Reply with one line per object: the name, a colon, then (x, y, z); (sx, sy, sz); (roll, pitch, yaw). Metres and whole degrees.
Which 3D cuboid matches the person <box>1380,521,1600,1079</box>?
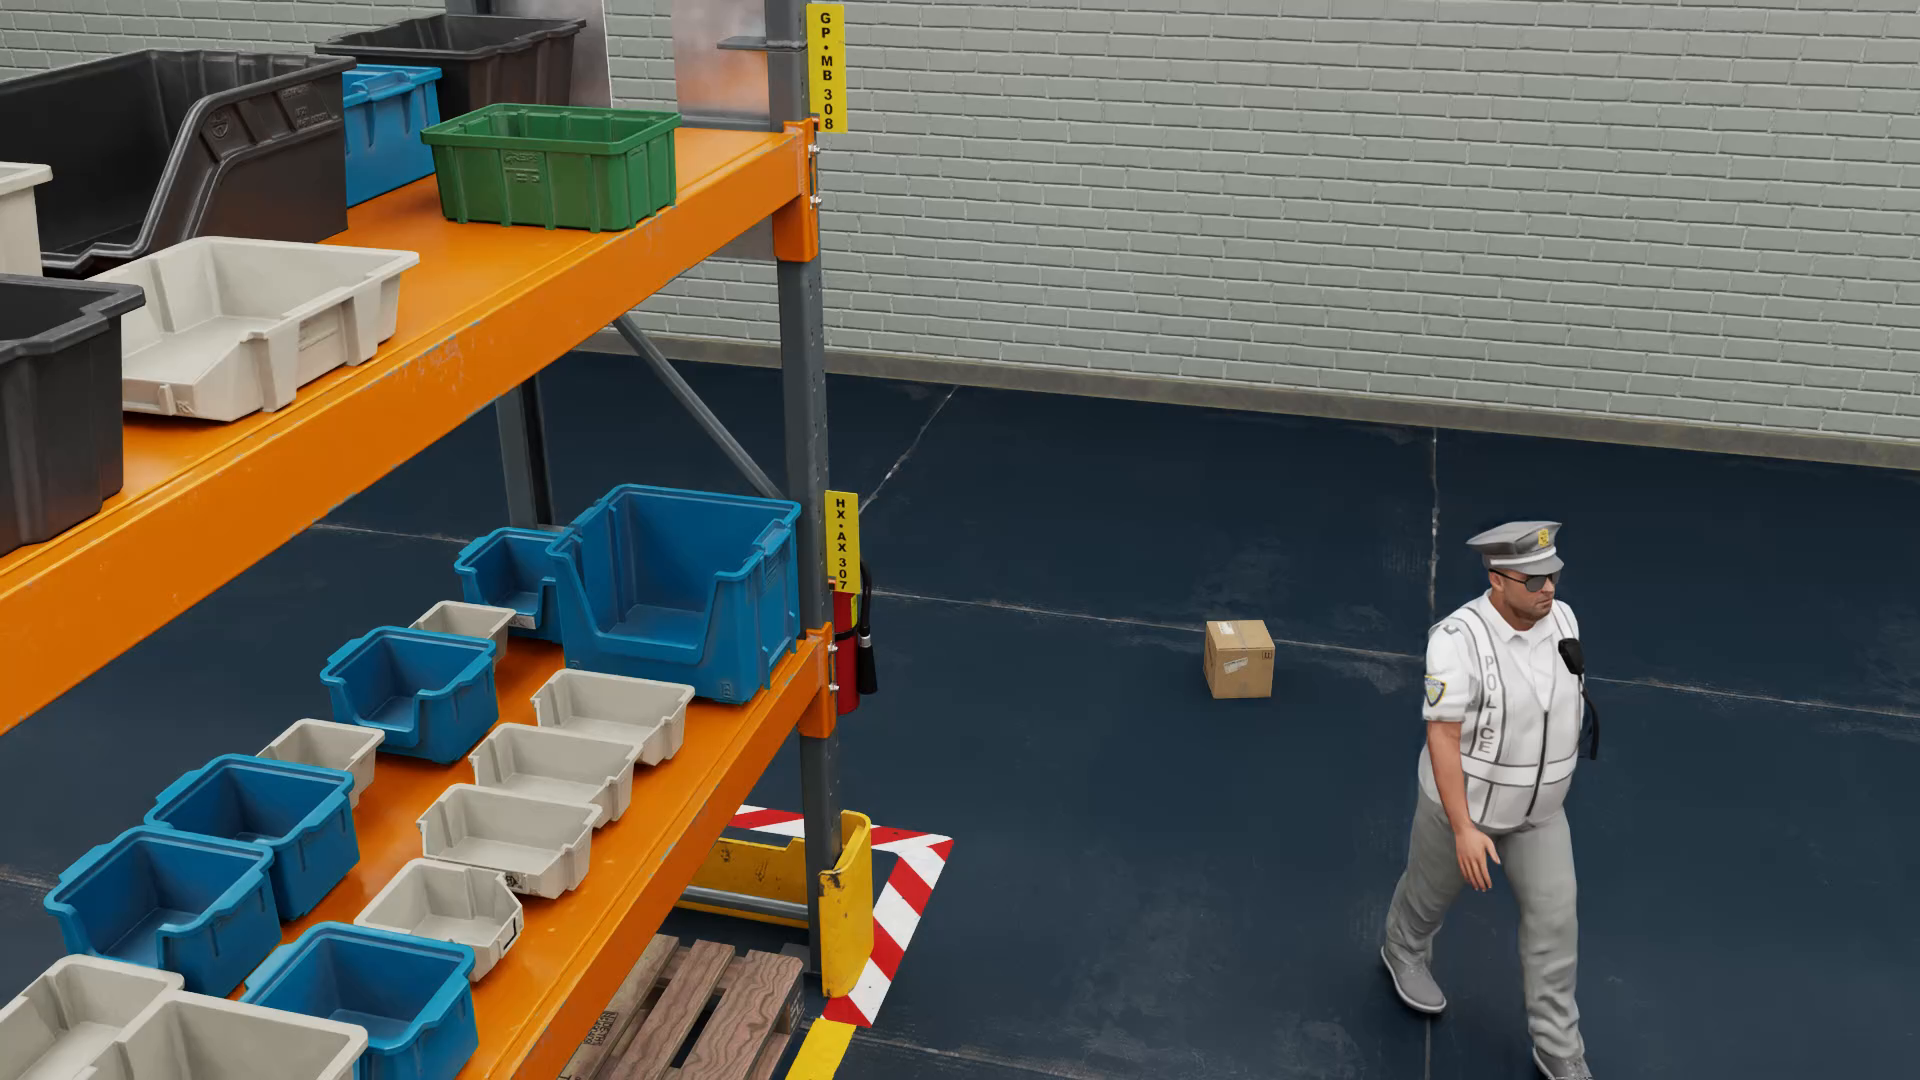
person: (1.617, 0.796, 4.868); (0.534, 1.761, 0.894); (-7, 26, -14)
